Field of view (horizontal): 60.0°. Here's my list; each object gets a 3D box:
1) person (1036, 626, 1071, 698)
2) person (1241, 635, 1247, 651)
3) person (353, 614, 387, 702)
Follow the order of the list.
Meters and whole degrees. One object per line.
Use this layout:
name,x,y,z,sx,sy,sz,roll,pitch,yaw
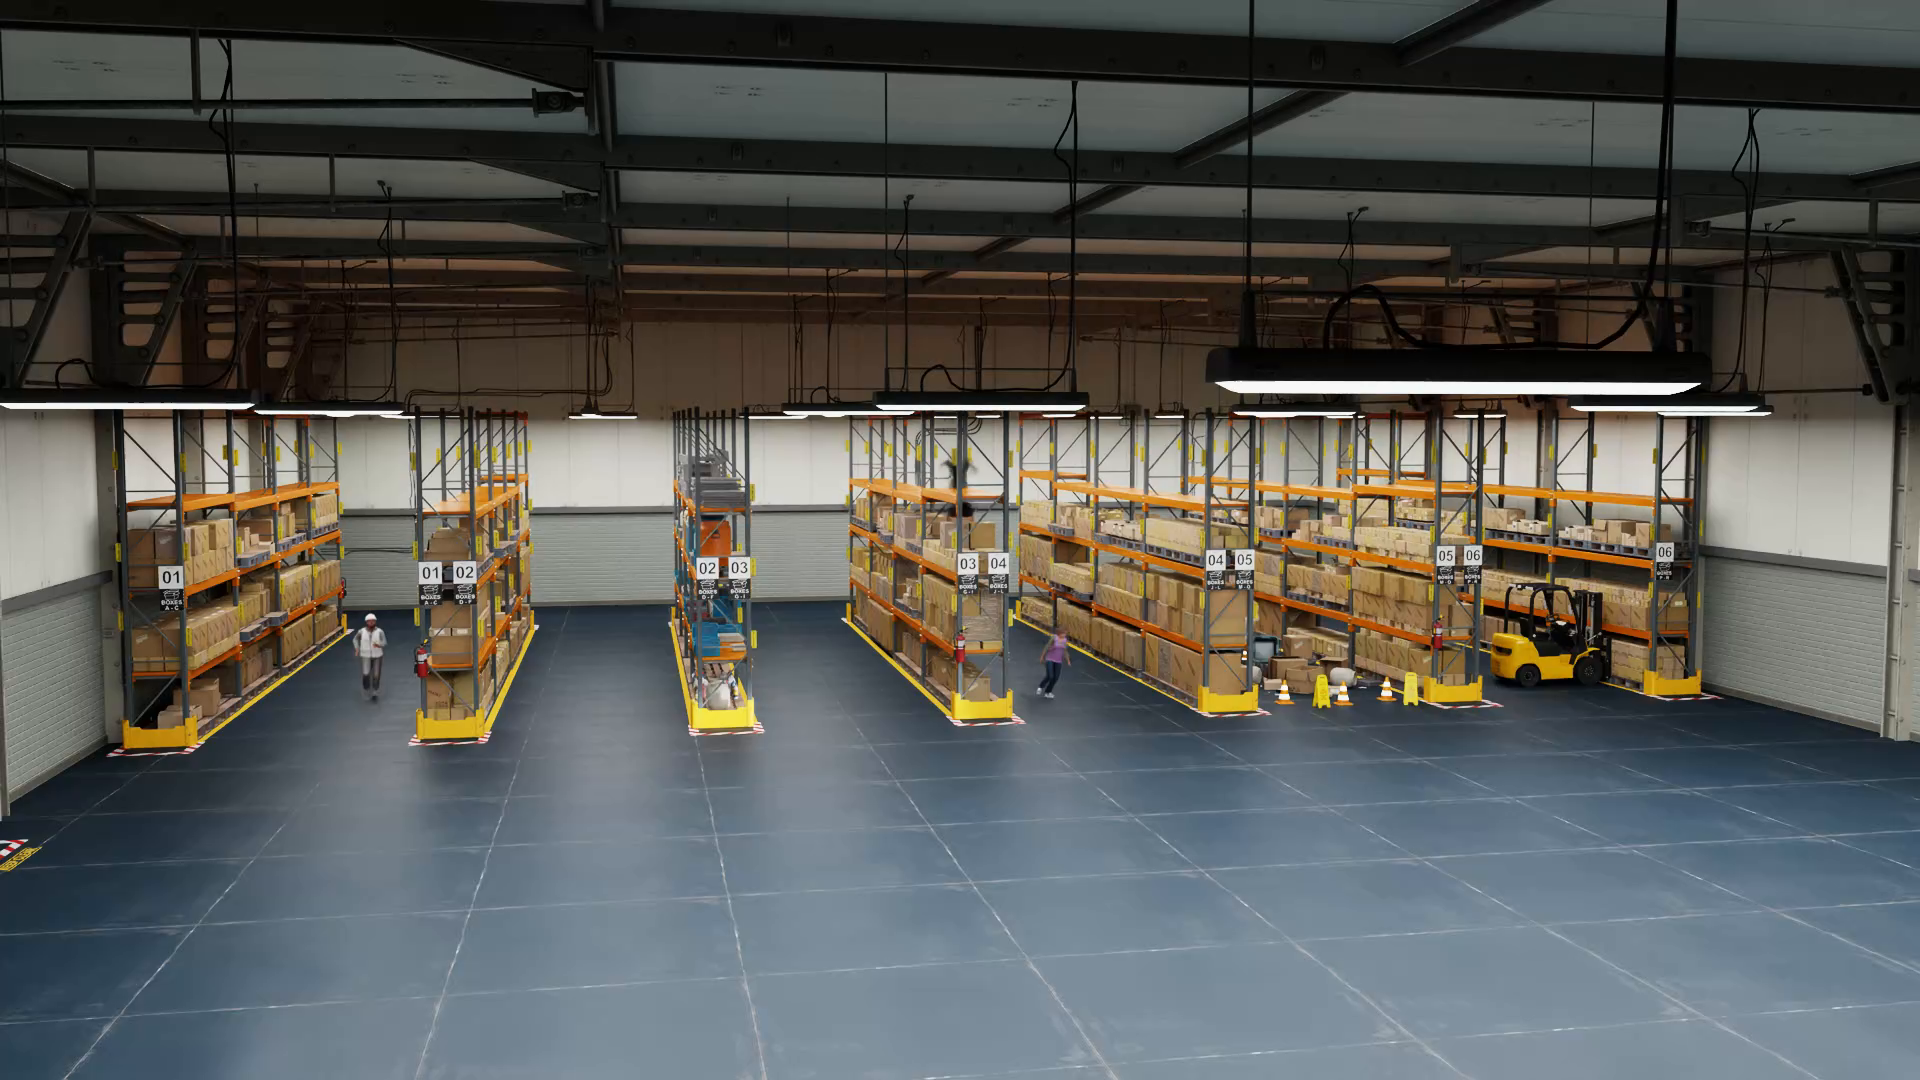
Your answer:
person,1.943,2.520,34.370,0.628,1.499,0.603,-2,5,-28
person,6.854,1.982,41.323,0.601,1.642,0.947,-2,5,-27
person,-12.106,2.415,34.150,0.651,1.800,0.724,-2,4,-20
